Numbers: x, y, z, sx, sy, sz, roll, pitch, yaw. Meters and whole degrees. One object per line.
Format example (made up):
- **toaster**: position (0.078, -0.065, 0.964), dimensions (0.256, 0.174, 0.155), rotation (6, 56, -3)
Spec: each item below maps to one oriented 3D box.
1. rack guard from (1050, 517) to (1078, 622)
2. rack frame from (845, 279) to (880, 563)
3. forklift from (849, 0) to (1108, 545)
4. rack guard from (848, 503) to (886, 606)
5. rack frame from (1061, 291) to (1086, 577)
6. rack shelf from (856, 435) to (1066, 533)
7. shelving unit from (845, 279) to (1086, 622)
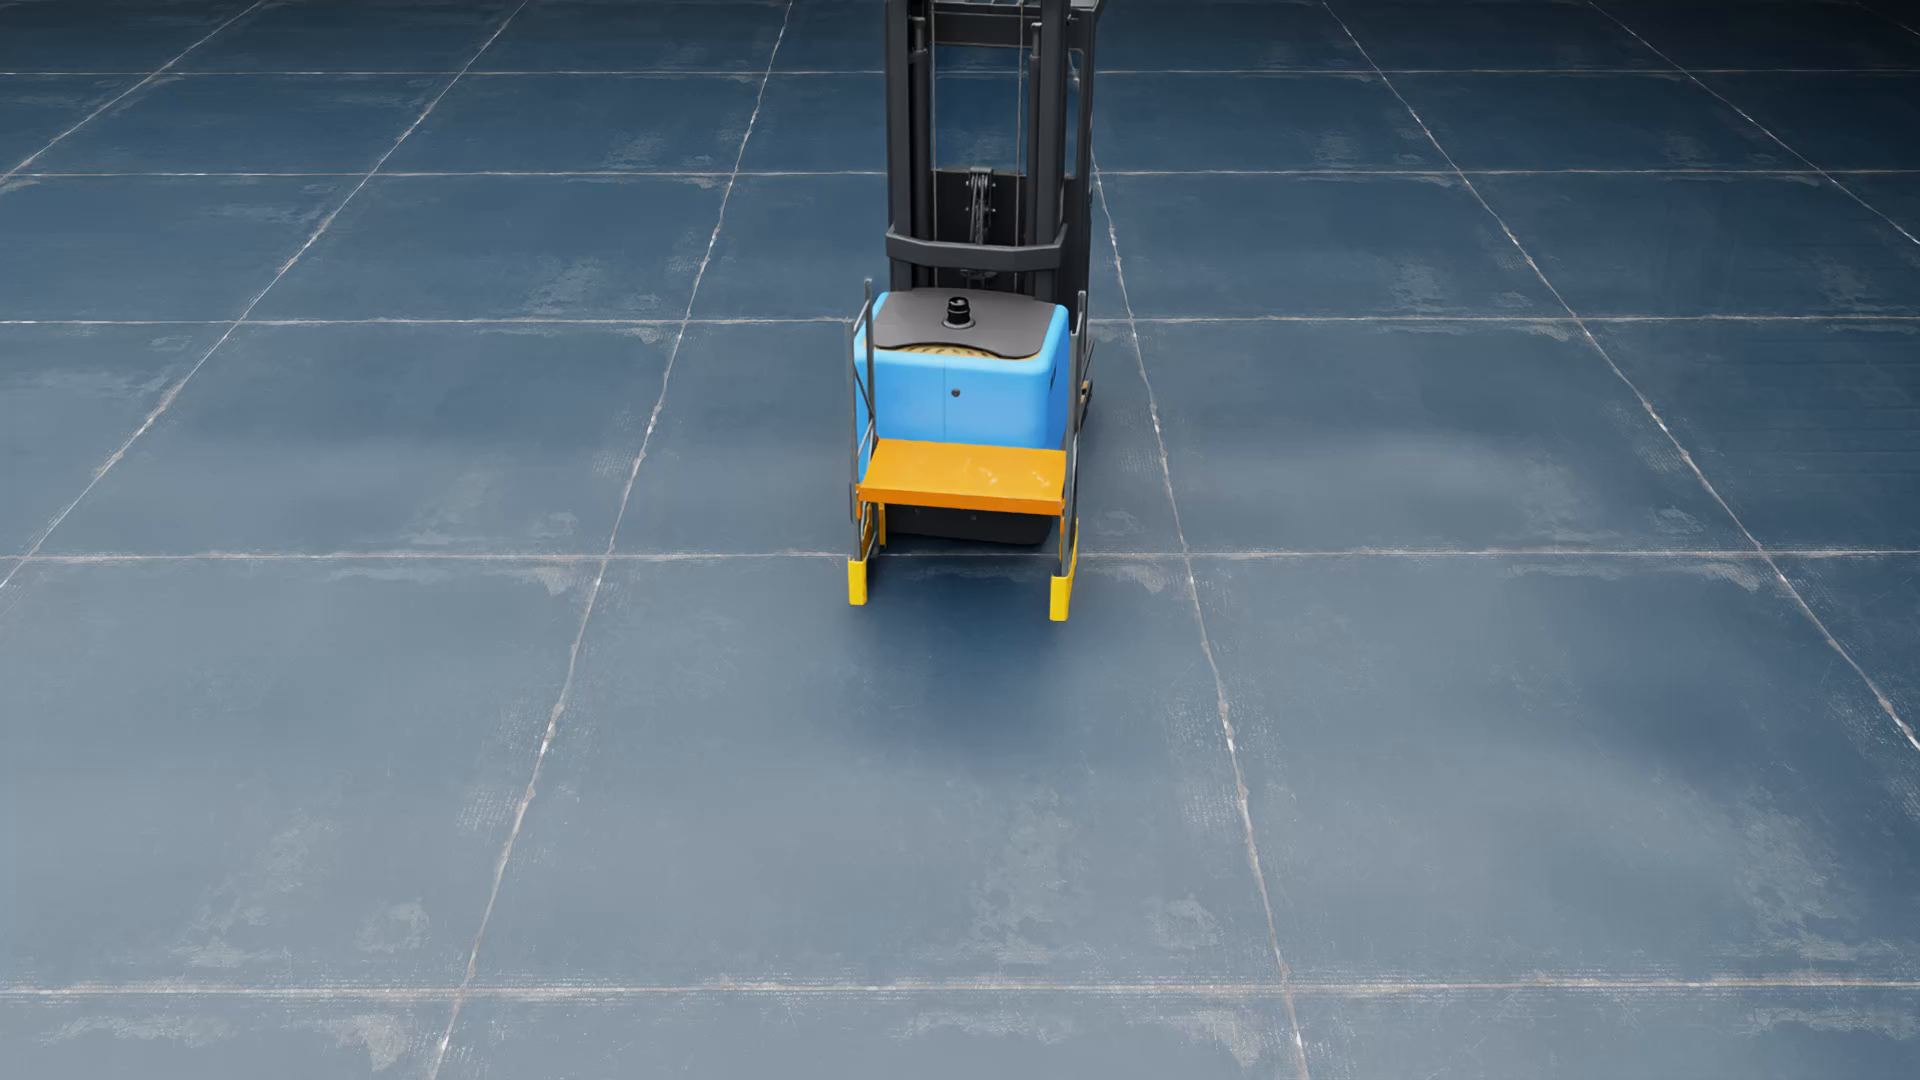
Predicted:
- **rack guard**: position (0.518, 0.138, 8.282), dimensions (0.087, 0.250, 0.587), rotation (4, 32, 7)
- **rack frame**: position (-0.469, -0.470, 8.078), dimensions (0.032, 1.500, 0.500), rotation (4, 32, 7)
- **forklift**: position (0.196, -1.980, 9.187), dimensions (1.130, 2.935, 3.031), rotation (5, 32, 9)
- **rack guard**: position (-0.467, 0.065, 8.402), dimensions (0.087, 0.250, 0.587), rotation (4, 32, 7)
- **rack frame**: position (0.538, -0.395, 7.955), dimensions (0.032, 1.500, 0.500), rotation (4, 32, 7)
- **rack shelf**: position (0.034, -0.279, 8.110), dimensions (1.000, 0.185, 0.538), rotation (4, 32, 7)
- **shelving unit**: position (0.025, -0.433, 8.018), dimensions (1.083, 1.500, 0.587), rotation (4, 32, 7)
